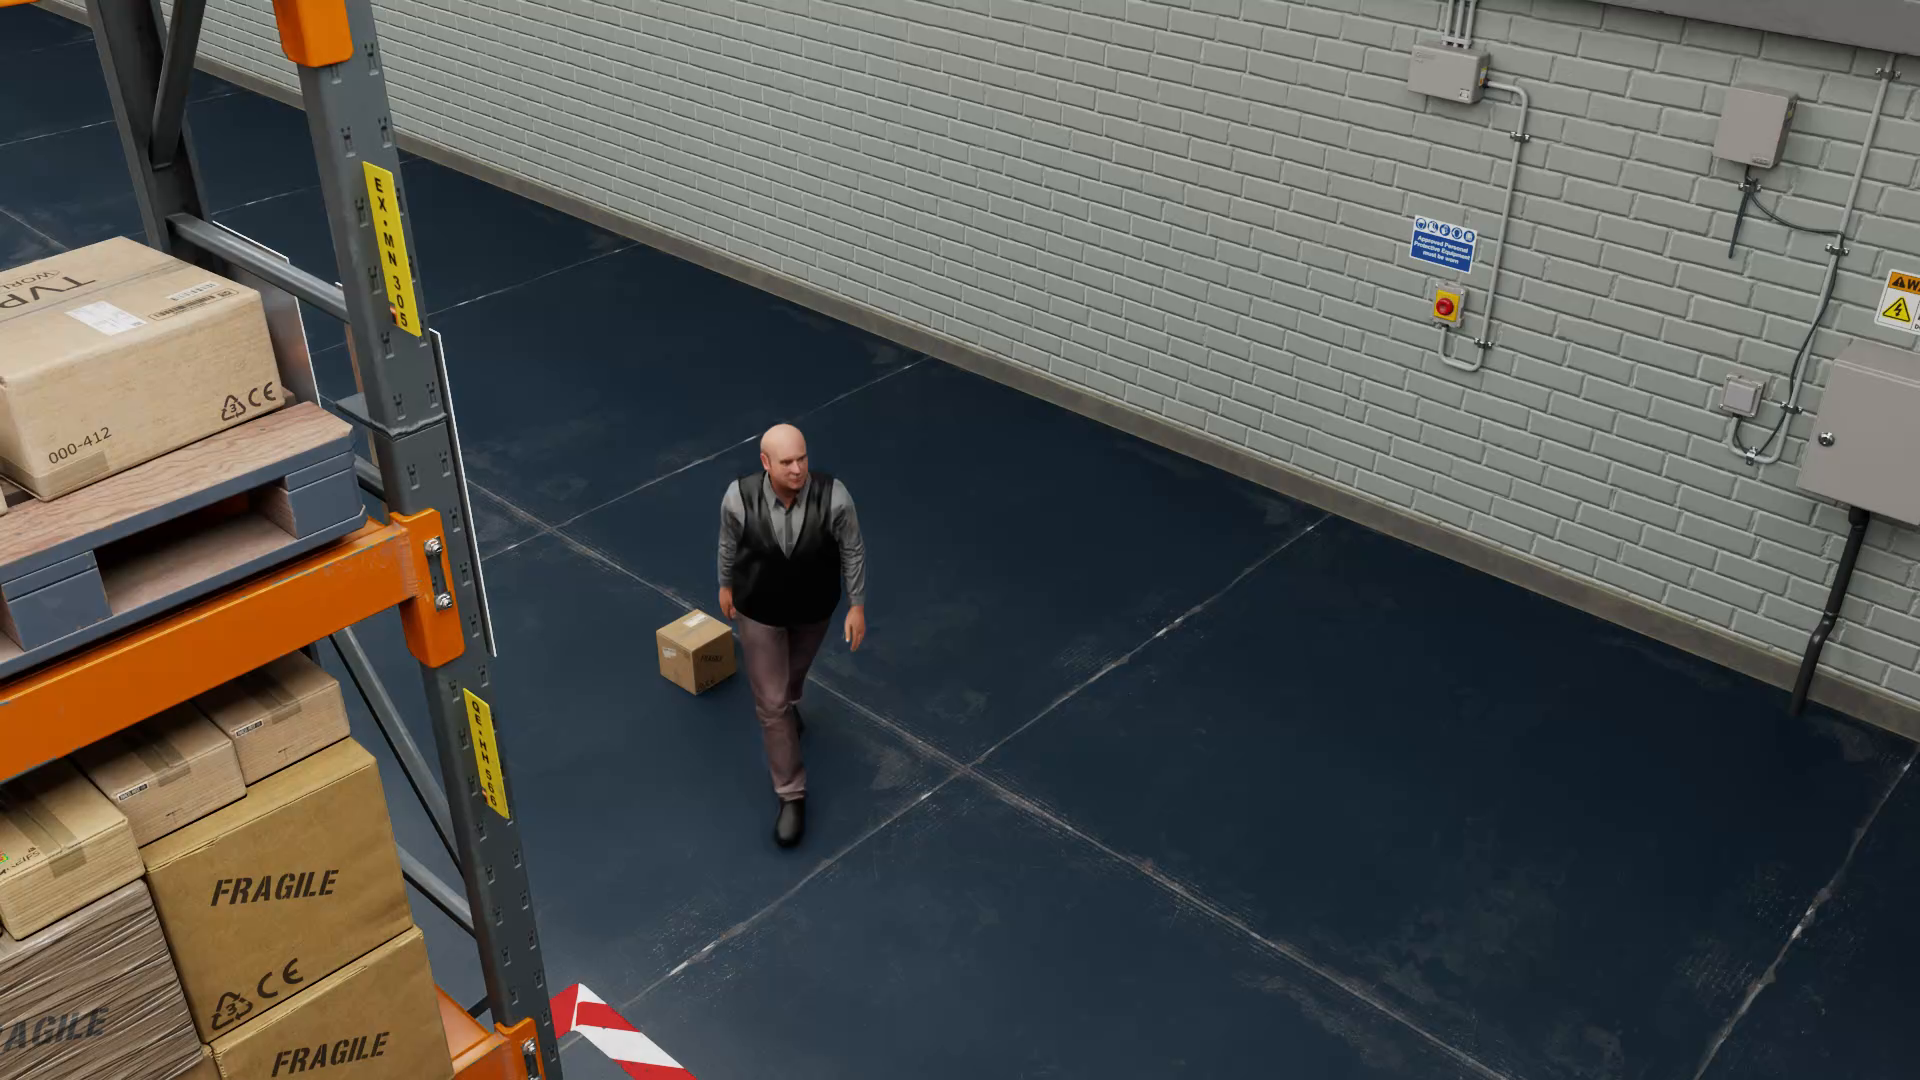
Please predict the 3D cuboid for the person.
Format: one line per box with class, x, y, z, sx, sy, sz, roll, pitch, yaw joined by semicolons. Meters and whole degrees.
person;-0.660;0.264;6.696;0.565;1.662;1.007;-9;32;-15
